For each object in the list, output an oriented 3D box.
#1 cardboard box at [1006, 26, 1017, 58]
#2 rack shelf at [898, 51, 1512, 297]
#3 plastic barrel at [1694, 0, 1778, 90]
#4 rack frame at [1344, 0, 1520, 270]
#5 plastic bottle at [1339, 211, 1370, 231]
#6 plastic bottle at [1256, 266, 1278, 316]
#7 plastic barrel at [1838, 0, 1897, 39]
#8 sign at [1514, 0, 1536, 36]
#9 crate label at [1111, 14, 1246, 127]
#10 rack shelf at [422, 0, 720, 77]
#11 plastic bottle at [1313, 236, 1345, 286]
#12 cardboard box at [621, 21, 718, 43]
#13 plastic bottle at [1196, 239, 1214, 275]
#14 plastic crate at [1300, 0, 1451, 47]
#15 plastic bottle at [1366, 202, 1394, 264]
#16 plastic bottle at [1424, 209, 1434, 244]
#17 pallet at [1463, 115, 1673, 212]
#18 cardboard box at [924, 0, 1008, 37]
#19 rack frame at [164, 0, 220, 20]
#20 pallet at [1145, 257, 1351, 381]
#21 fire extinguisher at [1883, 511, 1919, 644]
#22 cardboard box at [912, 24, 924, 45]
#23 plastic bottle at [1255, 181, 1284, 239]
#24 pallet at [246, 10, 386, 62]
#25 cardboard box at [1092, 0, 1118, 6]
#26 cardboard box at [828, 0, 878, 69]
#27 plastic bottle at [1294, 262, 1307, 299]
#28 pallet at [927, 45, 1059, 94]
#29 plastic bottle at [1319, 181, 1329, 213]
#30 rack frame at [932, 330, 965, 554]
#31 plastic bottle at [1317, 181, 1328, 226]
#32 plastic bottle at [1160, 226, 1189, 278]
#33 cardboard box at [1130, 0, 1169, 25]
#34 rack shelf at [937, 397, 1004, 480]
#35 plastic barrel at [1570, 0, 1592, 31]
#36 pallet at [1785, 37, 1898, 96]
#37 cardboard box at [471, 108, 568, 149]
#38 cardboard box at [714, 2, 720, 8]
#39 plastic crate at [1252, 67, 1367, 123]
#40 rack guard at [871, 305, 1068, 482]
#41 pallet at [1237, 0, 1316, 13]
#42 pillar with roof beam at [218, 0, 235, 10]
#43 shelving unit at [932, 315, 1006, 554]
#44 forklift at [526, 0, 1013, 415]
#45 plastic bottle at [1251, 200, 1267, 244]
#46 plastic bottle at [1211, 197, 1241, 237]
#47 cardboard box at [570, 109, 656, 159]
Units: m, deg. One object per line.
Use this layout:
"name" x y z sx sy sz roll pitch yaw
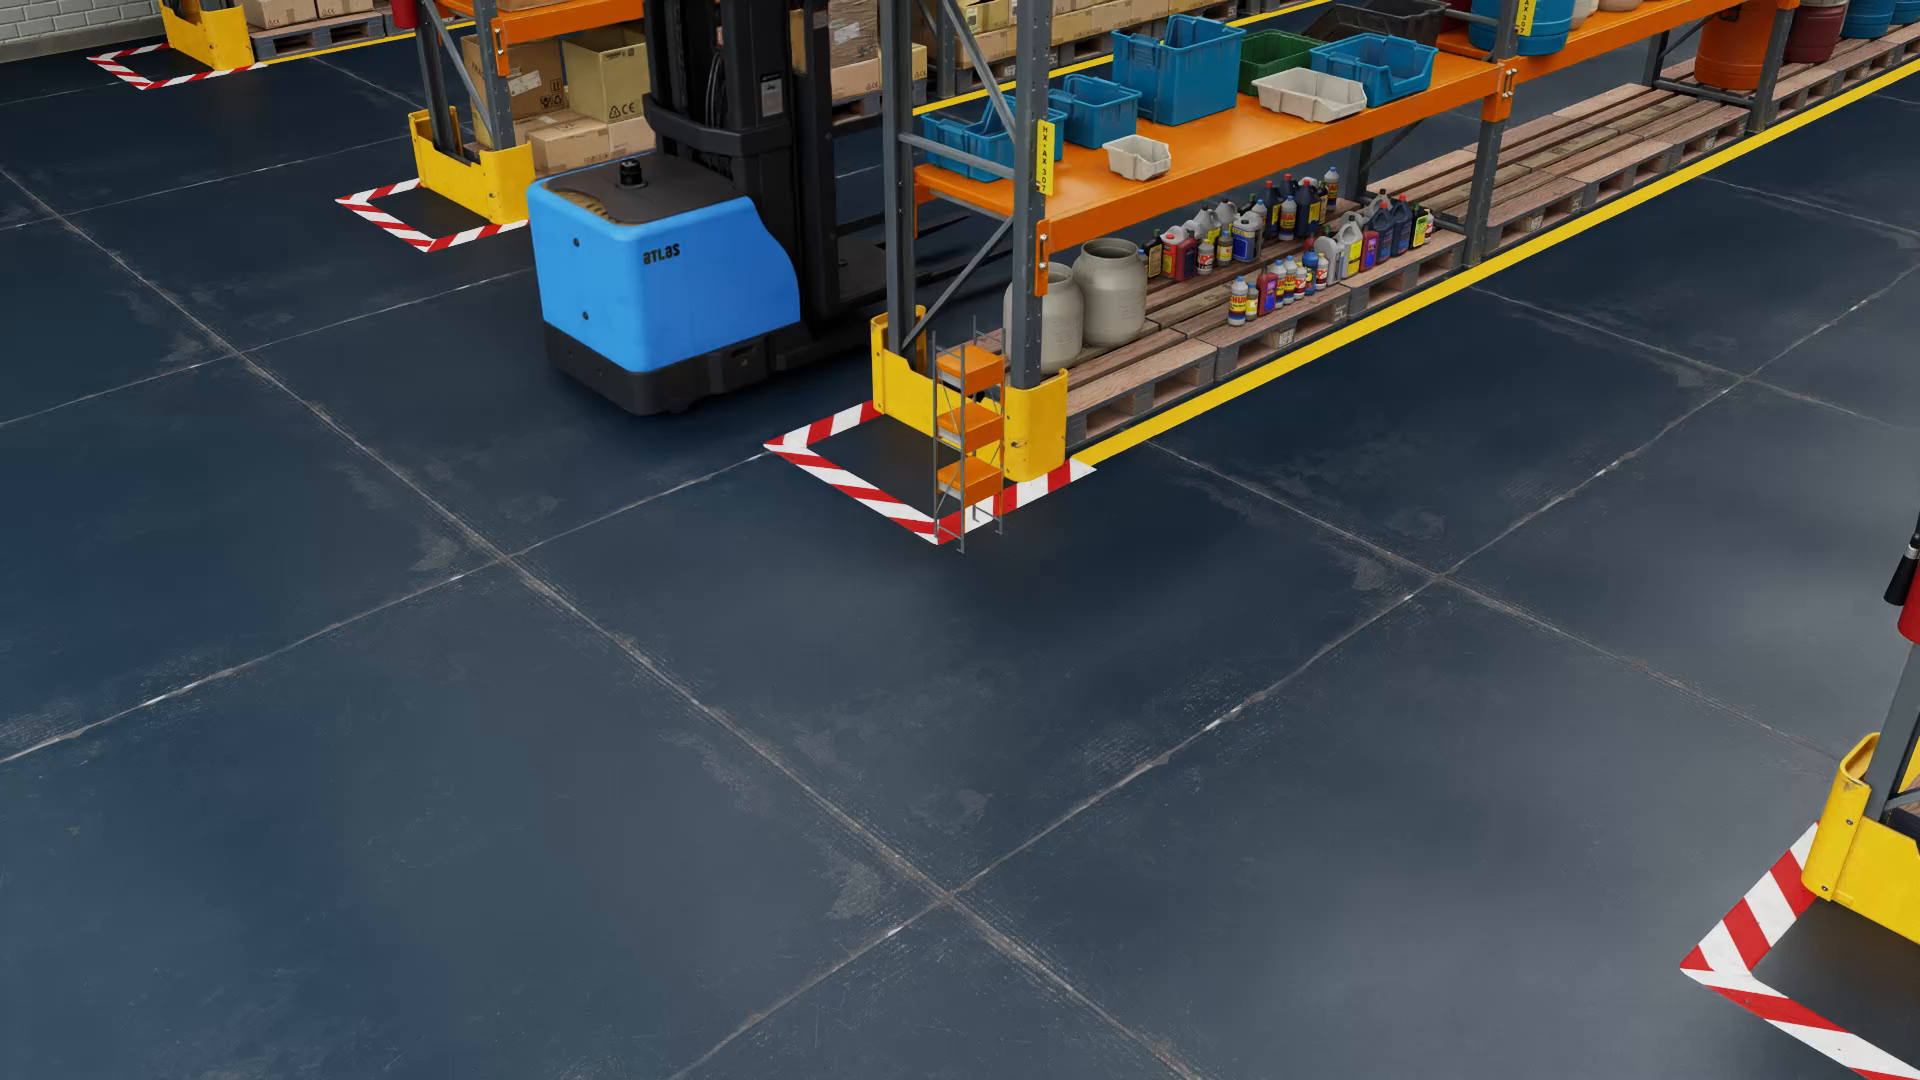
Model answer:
"cardboard box" 0.416 -4.341 14.206 0.500 0.250 0.500 -25 39 -34
"rack shelf" 1.474 -2.193 9.151 4.000 0.370 1.077 -26 40 -35
"plastic barrel" 6.221 -4.061 13.194 0.708 0.830 0.600 -26 40 -35
"rack frame" 2.941 -3.209 10.123 0.127 3.000 1.000 -26 40 -35
"plastic bottle" 2.405 -1.876 10.132 0.135 0.276 0.152 -26 40 -35
"plastic bottle" 1.728 -1.416 9.373 0.133 0.283 0.061 -25 39 -35
"plastic barrel" 7.877 -4.893 14.486 0.708 0.901 0.600 -26 40 -35
"sign" 3.307 -3.113 9.700 0.005 0.325 0.100 -26 40 -35
"crate label" 1.174 -2.562 9.030 0.616 0.435 0.502 -26 40 -35
"rack shelf" -1.891 -4.089 12.251 4.000 0.370 1.077 -26 40 -35
"plastic bottle" 2.165 -1.657 9.774 0.135 0.276 0.152 -25 39 -35
"cardboard box" -2.090 -3.478 12.077 0.500 0.500 0.500 -26 40 -35
"plastic bottle" 1.460 -1.690 9.900 0.097 0.201 0.097 0 31 0
"plastic crate" 2.471 -3.046 9.915 0.504 0.338 0.767 -26 40 -35
"plastic bottle" 2.524 -1.860 10.034 0.144 0.351 0.185 27 40 37
"plastic bottle" 2.887 -1.955 10.333 0.097 0.201 0.097 0 31 0
"pallet" 4.385 -2.748 12.042 1.213 0.211 1.003 -26 40 -35
"cardboard box" 0.048 -4.402 13.769 0.500 0.311 0.500 -26 40 -35
"rack frame" -6.728 -5.580 14.000 0.127 3.000 1.000 -26 40 -35
"pallet" 1.525 -1.362 9.776 1.213 0.211 1.003 -26 40 -35
"fire extinguisher" 2.978 0.002 4.946 0.183 0.674 0.296 -26 40 -35
"cardboard box" -0.317 -4.369 14.254 0.500 0.250 0.500 -26 40 -36
"plastic bottle" 1.928 -2.072 10.381 0.144 0.351 0.185 27 41 37
"pallet" -6.053 -4.692 15.221 1.213 0.211 1.003 -26 40 -35
"cardboard box" 1.175 -4.948 14.662 0.500 0.311 0.500 -25 39 -34
"cardboard box" -0.990 -4.010 12.948 0.500 0.500 0.500 -26 40 -35
"plastic bottle" 1.947 -1.500 9.589 0.097 0.201 0.097 0 31 0
"pallet" 0.090 -4.192 14.403 1.213 0.211 1.003 -26 40 -35
"plastic bottle" 2.335 -2.222 10.769 0.097 0.201 0.097 0 31 0
"rack frame" -0.050 -0.424 7.436 0.008 1.050 0.200 -26 40 -35
"plastic bottle" 2.264 -2.127 10.535 0.133 0.283 0.061 -26 40 -35
"plastic bottle" 1.260 -1.714 9.867 0.135 0.276 0.152 -25 40 -35
"cardboard box" 1.543 -4.889 15.103 0.500 0.250 0.500 -25 39 -34
"rack shelf" 0.039 -0.458 7.512 0.240 0.259 0.215 -26 40 -35
"plastic barrel" 3.792 -3.523 10.505 0.433 0.535 0.433 0 31 0
"pallet" 7.318 -4.165 14.358 1.213 0.211 1.003 -26 40 -35
"cardboard box" -3.165 -2.996 12.007 0.500 0.250 0.500 -26 40 -35
"cardboard box" -2.076 -3.854 12.691 0.500 0.500 0.500 -26 40 -35
"plastic crate" 1.922 -2.424 9.091 0.437 0.136 0.530 -26 40 -35
"rack guard" 0.032 -0.769 8.528 0.348 0.500 1.175 -26 40 -35
"pallet" 3.082 -5.585 16.681 1.213 0.211 1.003 -26 40 -35
"pillar with roof beam" -3.876 -7.072 10.689 0.400 9.000 9.100 -26 40 -35
"shelving unit" 0.039 -0.467 7.507 0.252 1.050 0.215 -26 40 -35
"forklift" -0.873 -2.543 9.100 3.031 2.935 1.130 -25 39 -34
"plastic bottle" 1.846 -1.972 10.293 0.097 0.271 0.097 0 31 0
"plastic bottle" 1.617 -1.922 10.135 0.185 0.351 0.144 -26 40 -36
"cardboard box" -2.449 -2.977 11.976 0.500 0.250 0.500 -26 40 -35
